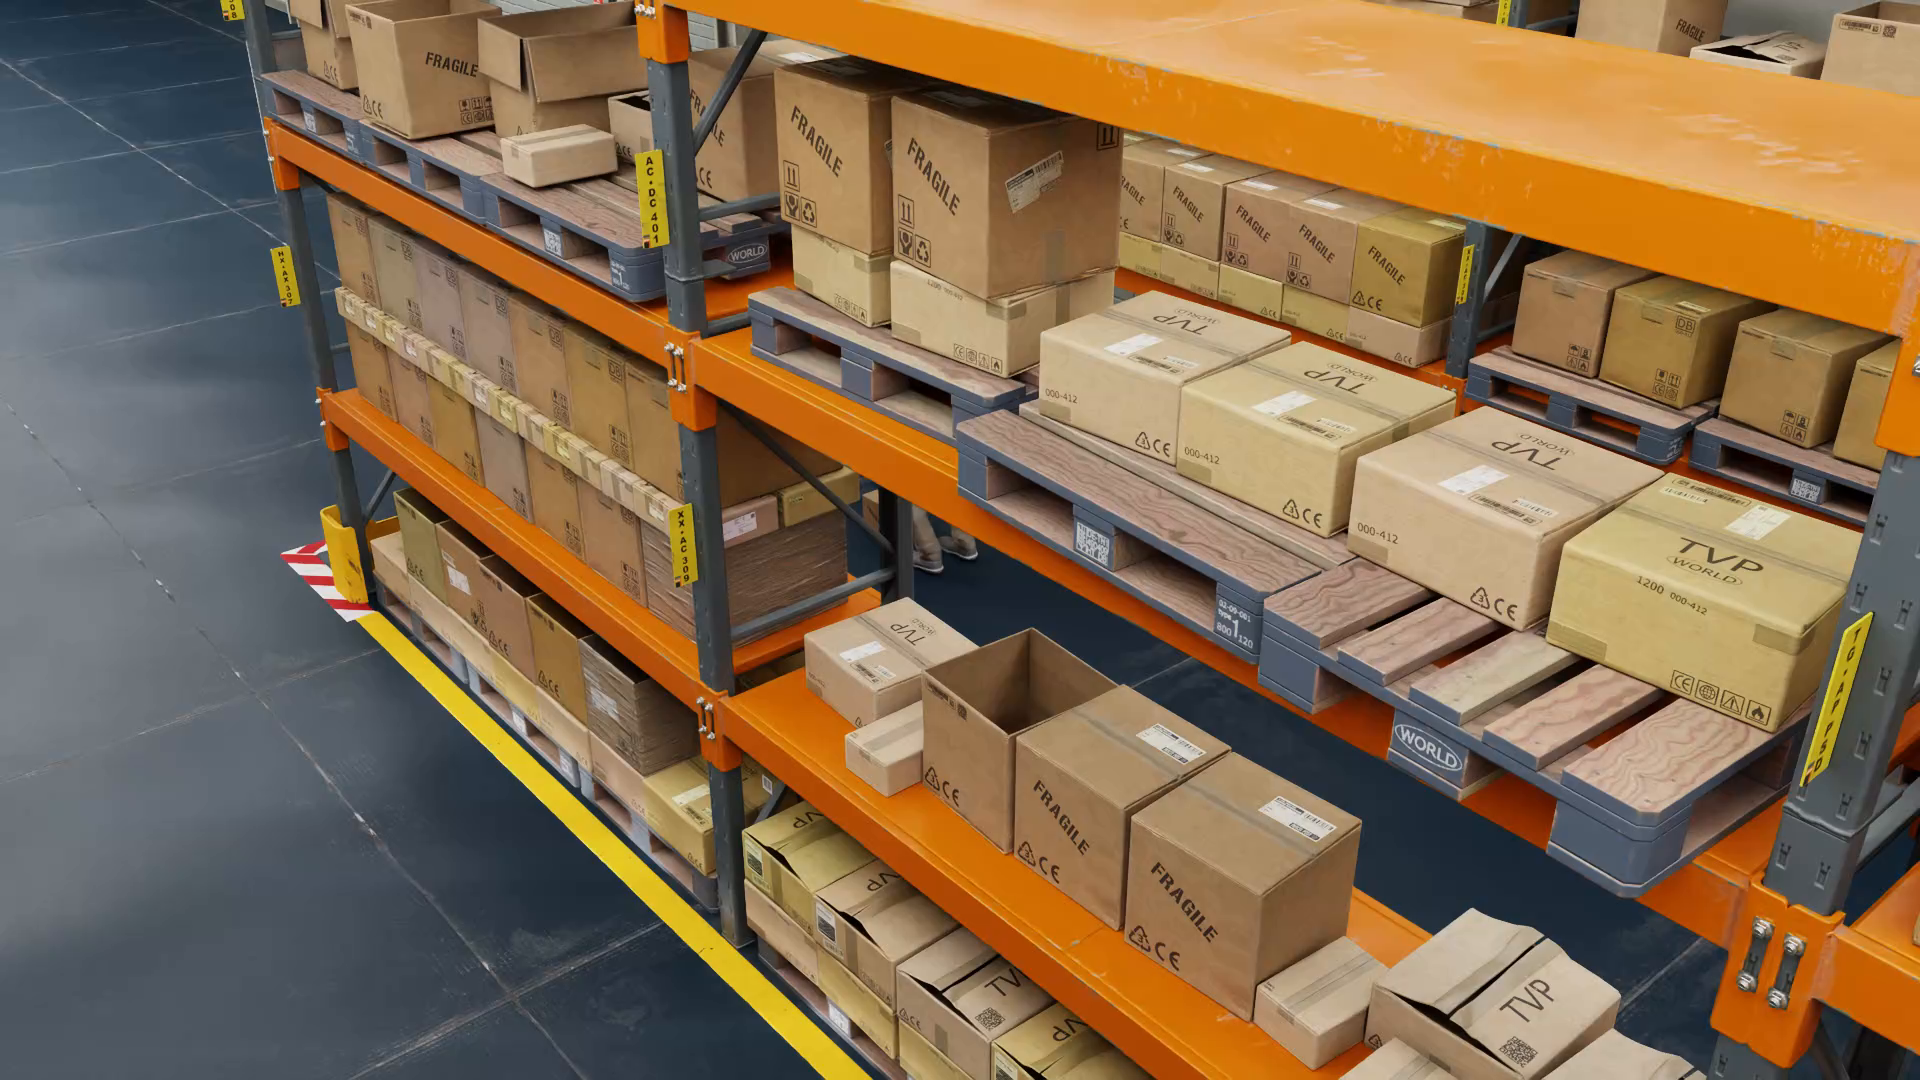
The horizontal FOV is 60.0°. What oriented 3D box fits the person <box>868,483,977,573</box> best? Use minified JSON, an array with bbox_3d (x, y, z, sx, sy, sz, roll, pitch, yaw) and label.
[{"bbox_3d":[-0.264,-0.420,10.155,0.508,1.049,0.963,-23,36,-37],"label":"person"}]
